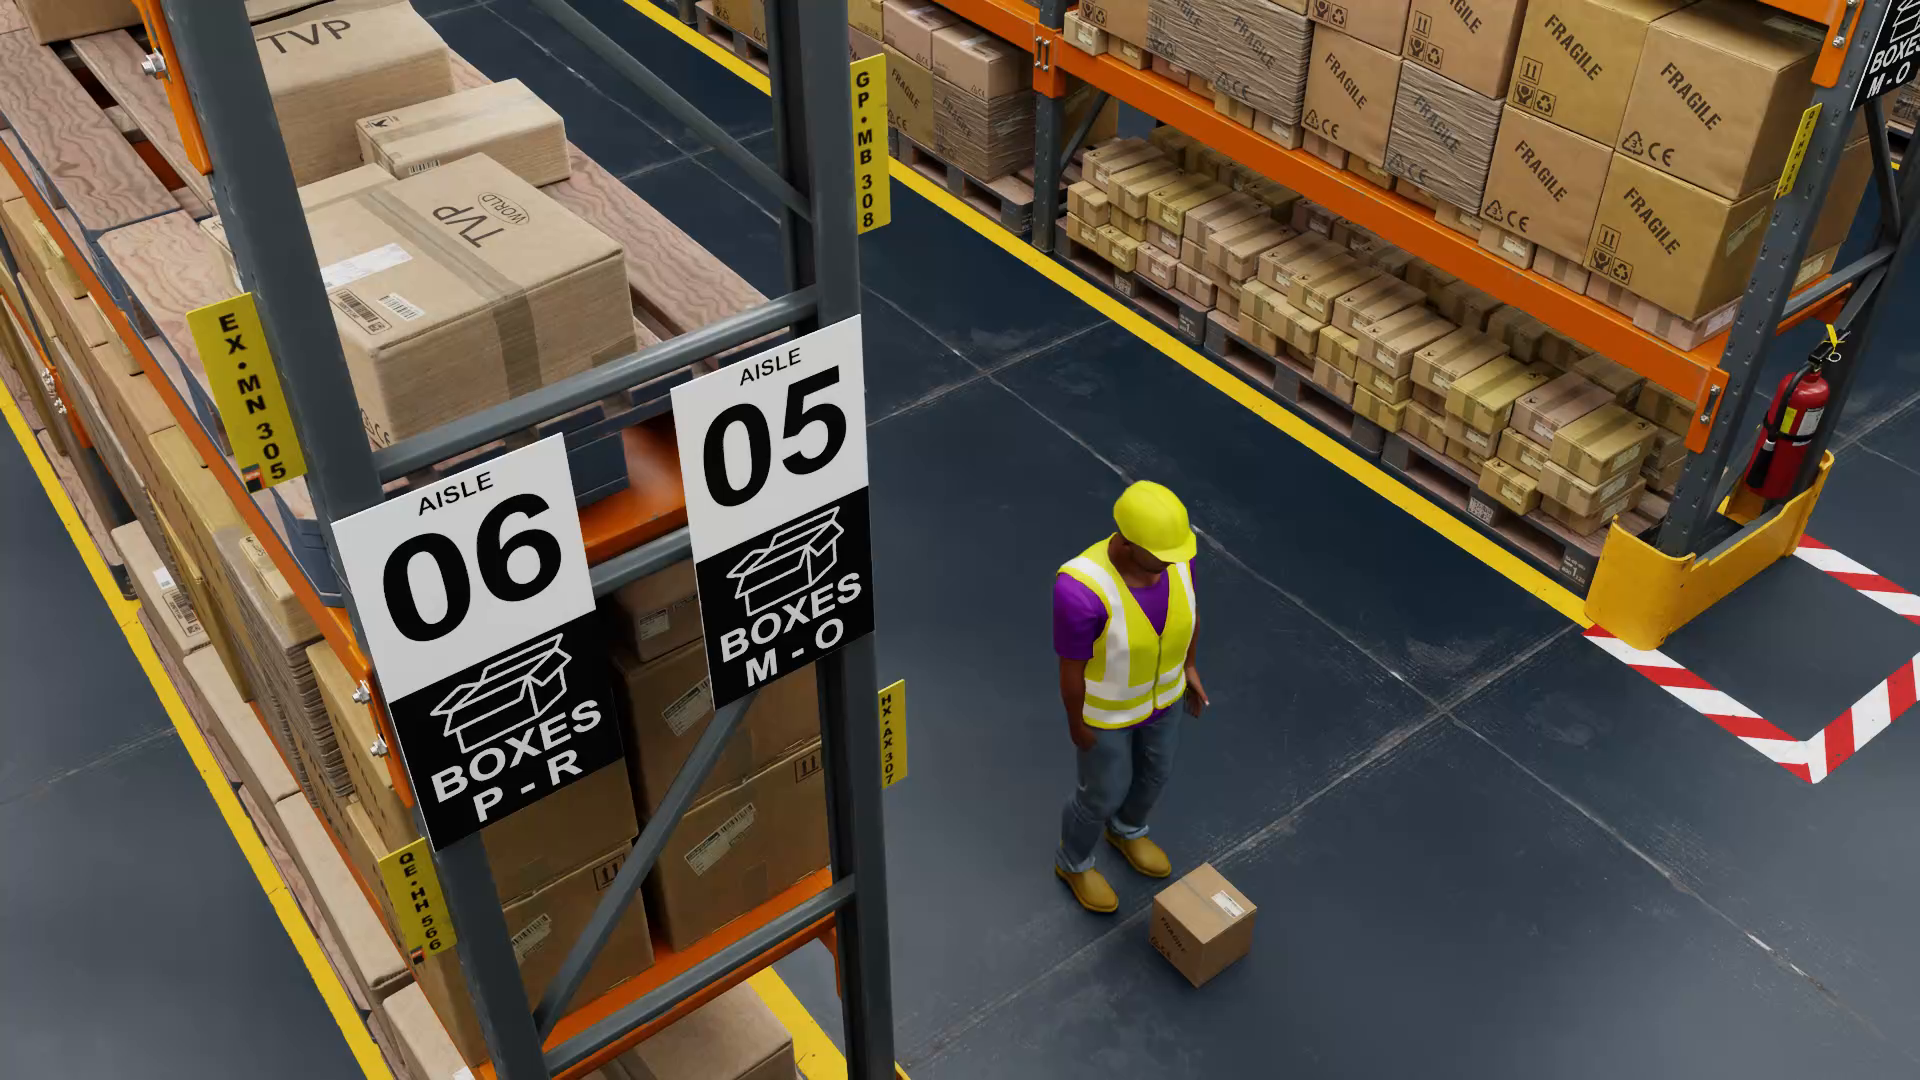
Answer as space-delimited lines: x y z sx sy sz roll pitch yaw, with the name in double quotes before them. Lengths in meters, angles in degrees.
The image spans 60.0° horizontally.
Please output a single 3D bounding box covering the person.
"person" 0.563 0.511 5.538 0.568 1.762 0.371 -25 46 -27
